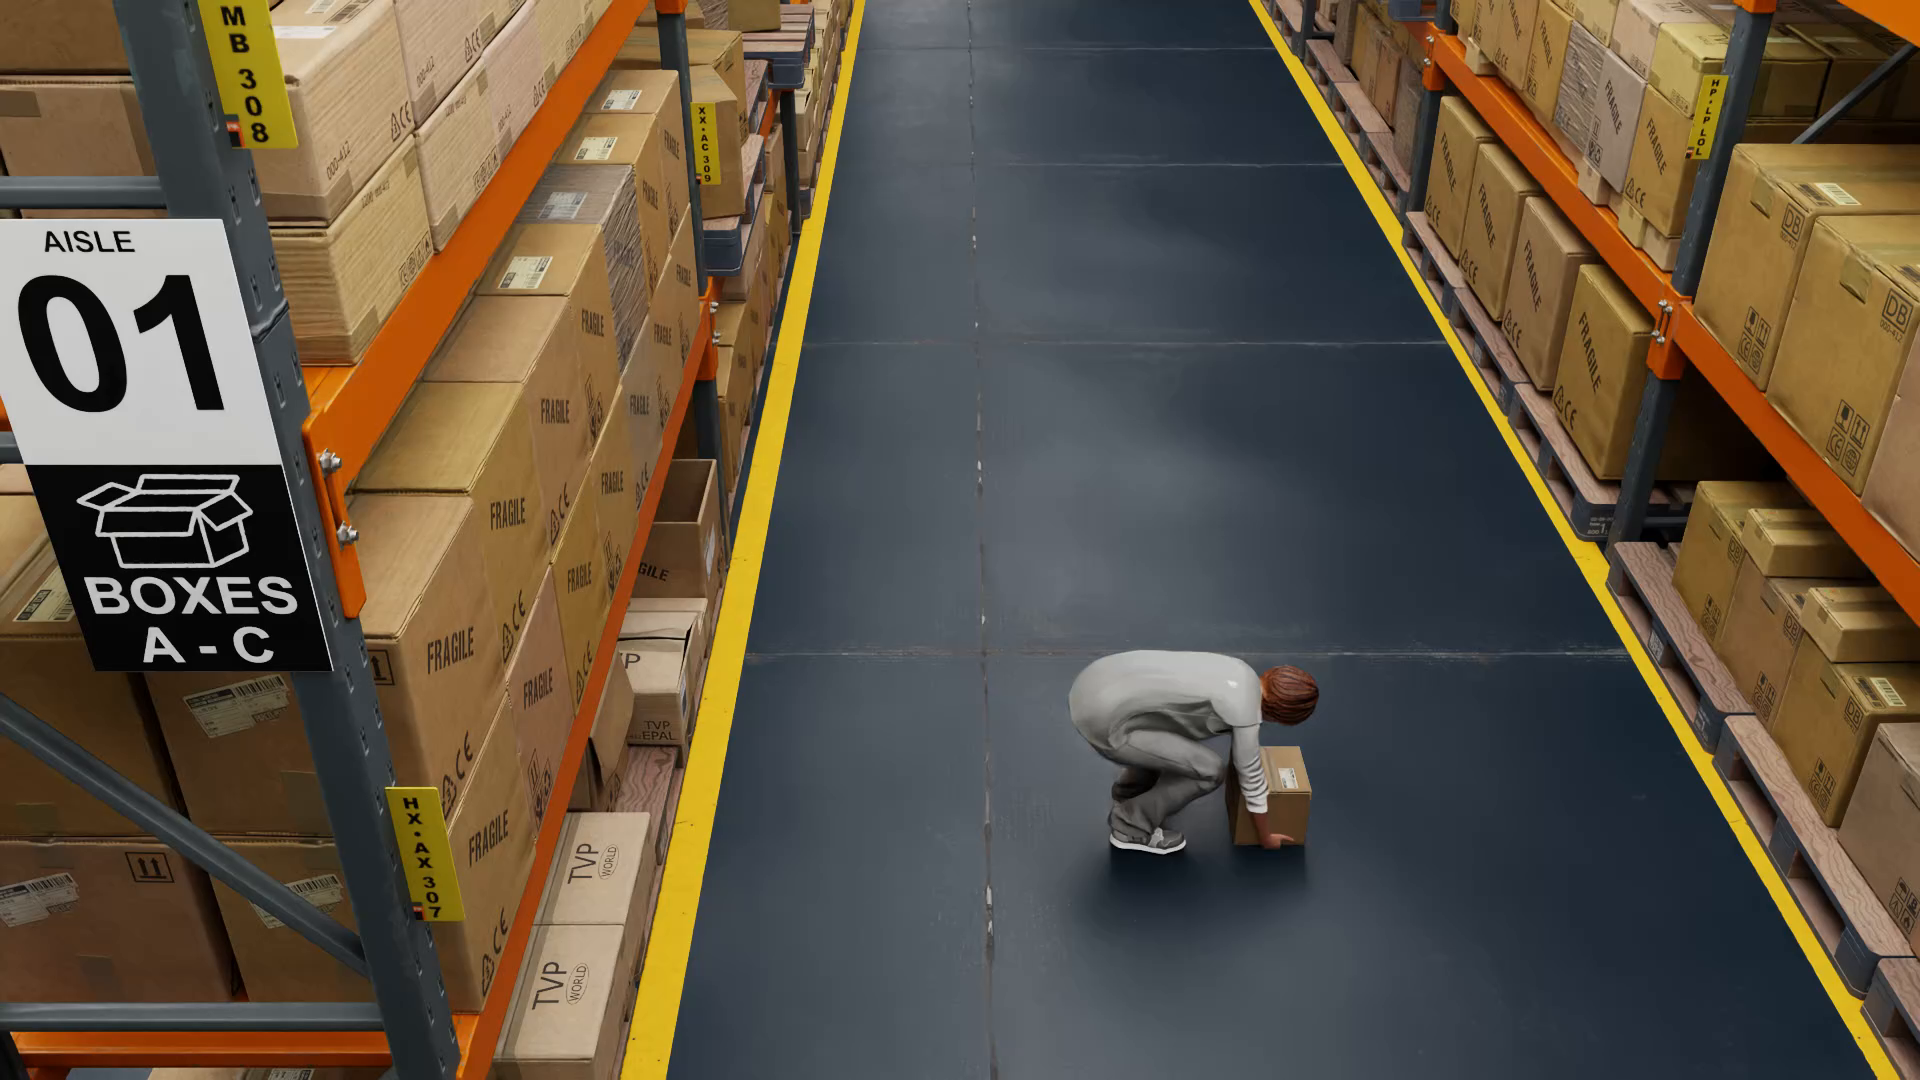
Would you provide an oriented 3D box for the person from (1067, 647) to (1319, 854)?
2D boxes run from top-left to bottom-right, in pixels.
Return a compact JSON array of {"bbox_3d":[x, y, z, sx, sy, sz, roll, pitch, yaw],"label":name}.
[{"bbox_3d":[0.805,0.719,5.817,0.872,0.771,0.421,-1,32,-2],"label":"person"}]
